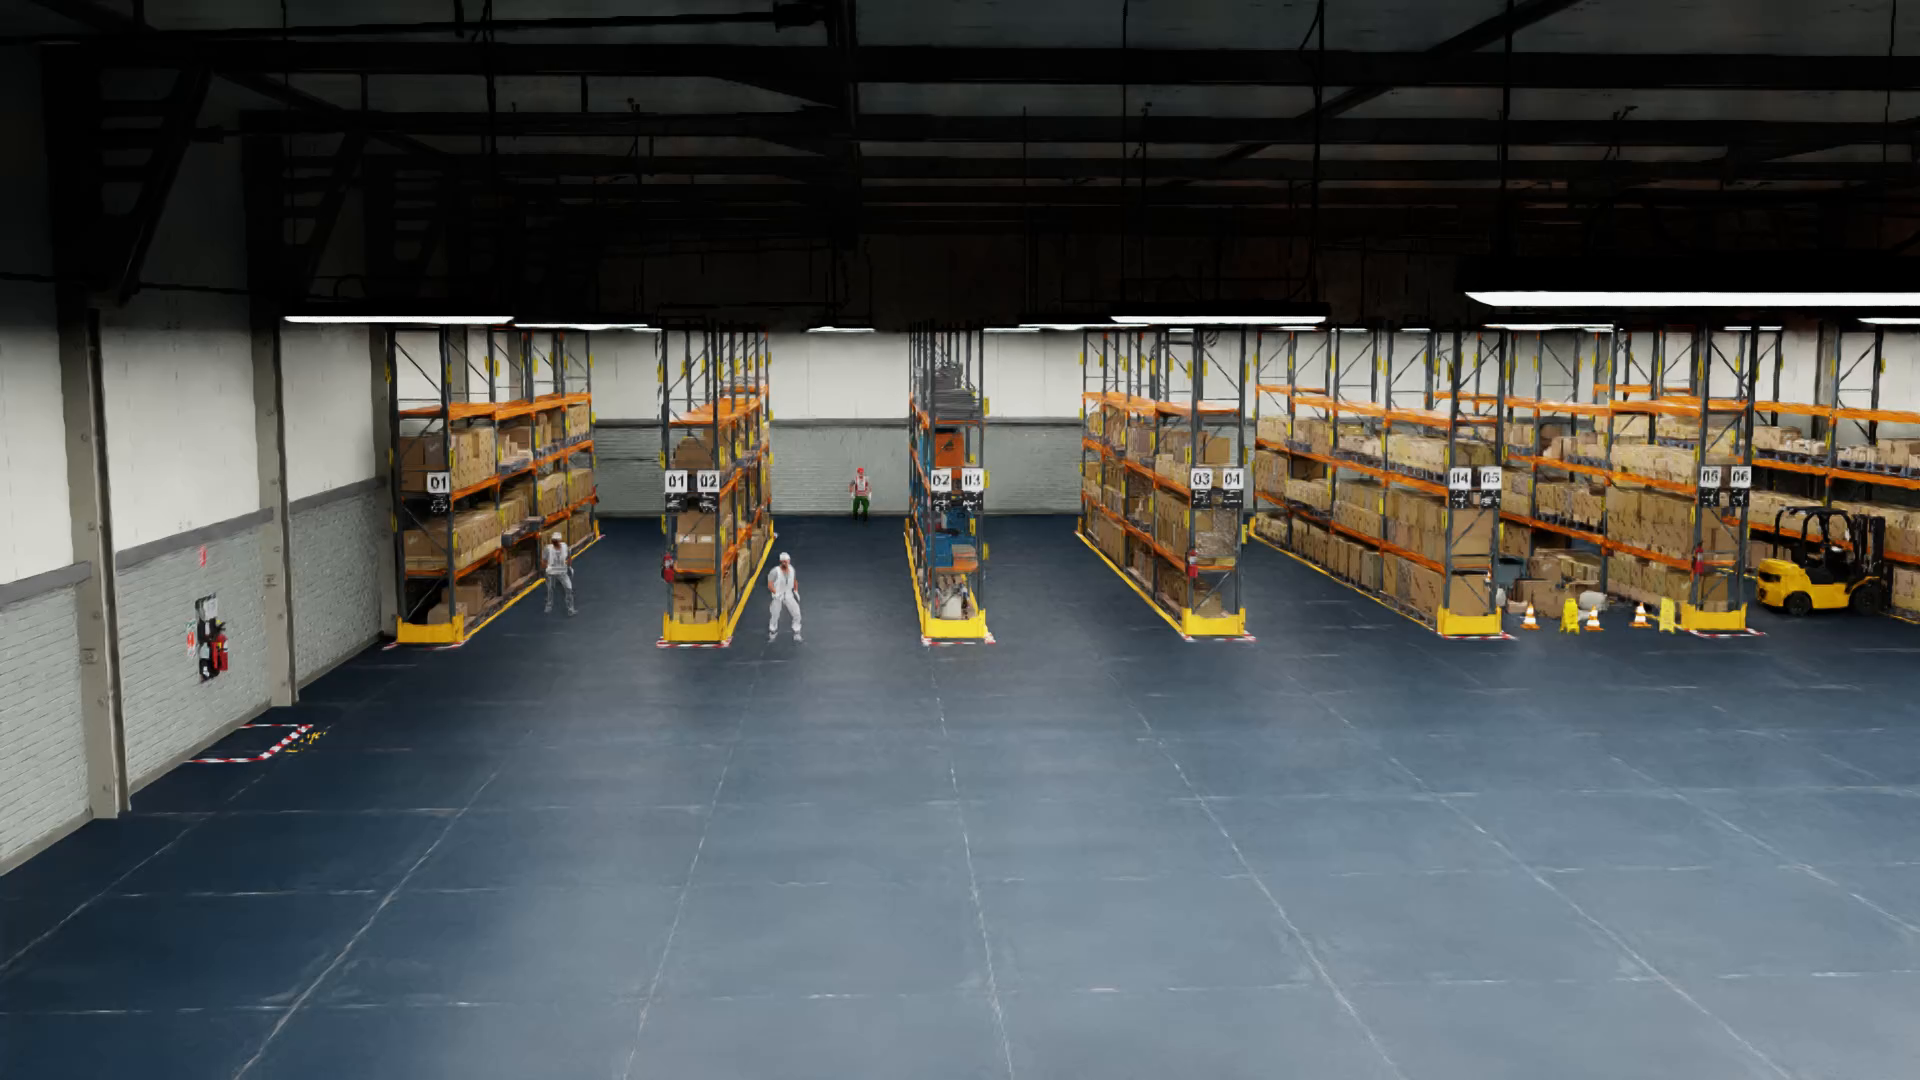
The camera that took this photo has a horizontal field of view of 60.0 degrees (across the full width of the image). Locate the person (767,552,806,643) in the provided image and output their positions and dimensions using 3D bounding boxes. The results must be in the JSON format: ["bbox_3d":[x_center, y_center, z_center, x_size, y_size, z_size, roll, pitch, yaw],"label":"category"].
[{"bbox_3d":[-3.261,1.062,30.779,0.671,1.727,0.773,-3,8,-24],"label":"person"}]

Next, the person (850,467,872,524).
[{"bbox_3d":[-2.997,-1.341,50.283,0.677,1.741,0.552,-1,7,-4],"label":"person"}]

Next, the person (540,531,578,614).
[{"bbox_3d":[-8.242,0.659,34.053,0.704,1.711,0.835,-3,8,-21],"label":"person"}]

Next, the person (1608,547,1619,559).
[{"bbox_3d":[16.109,-0.176,40.947,0.569,1.668,0.560,4,8,28],"label":"person"}]
